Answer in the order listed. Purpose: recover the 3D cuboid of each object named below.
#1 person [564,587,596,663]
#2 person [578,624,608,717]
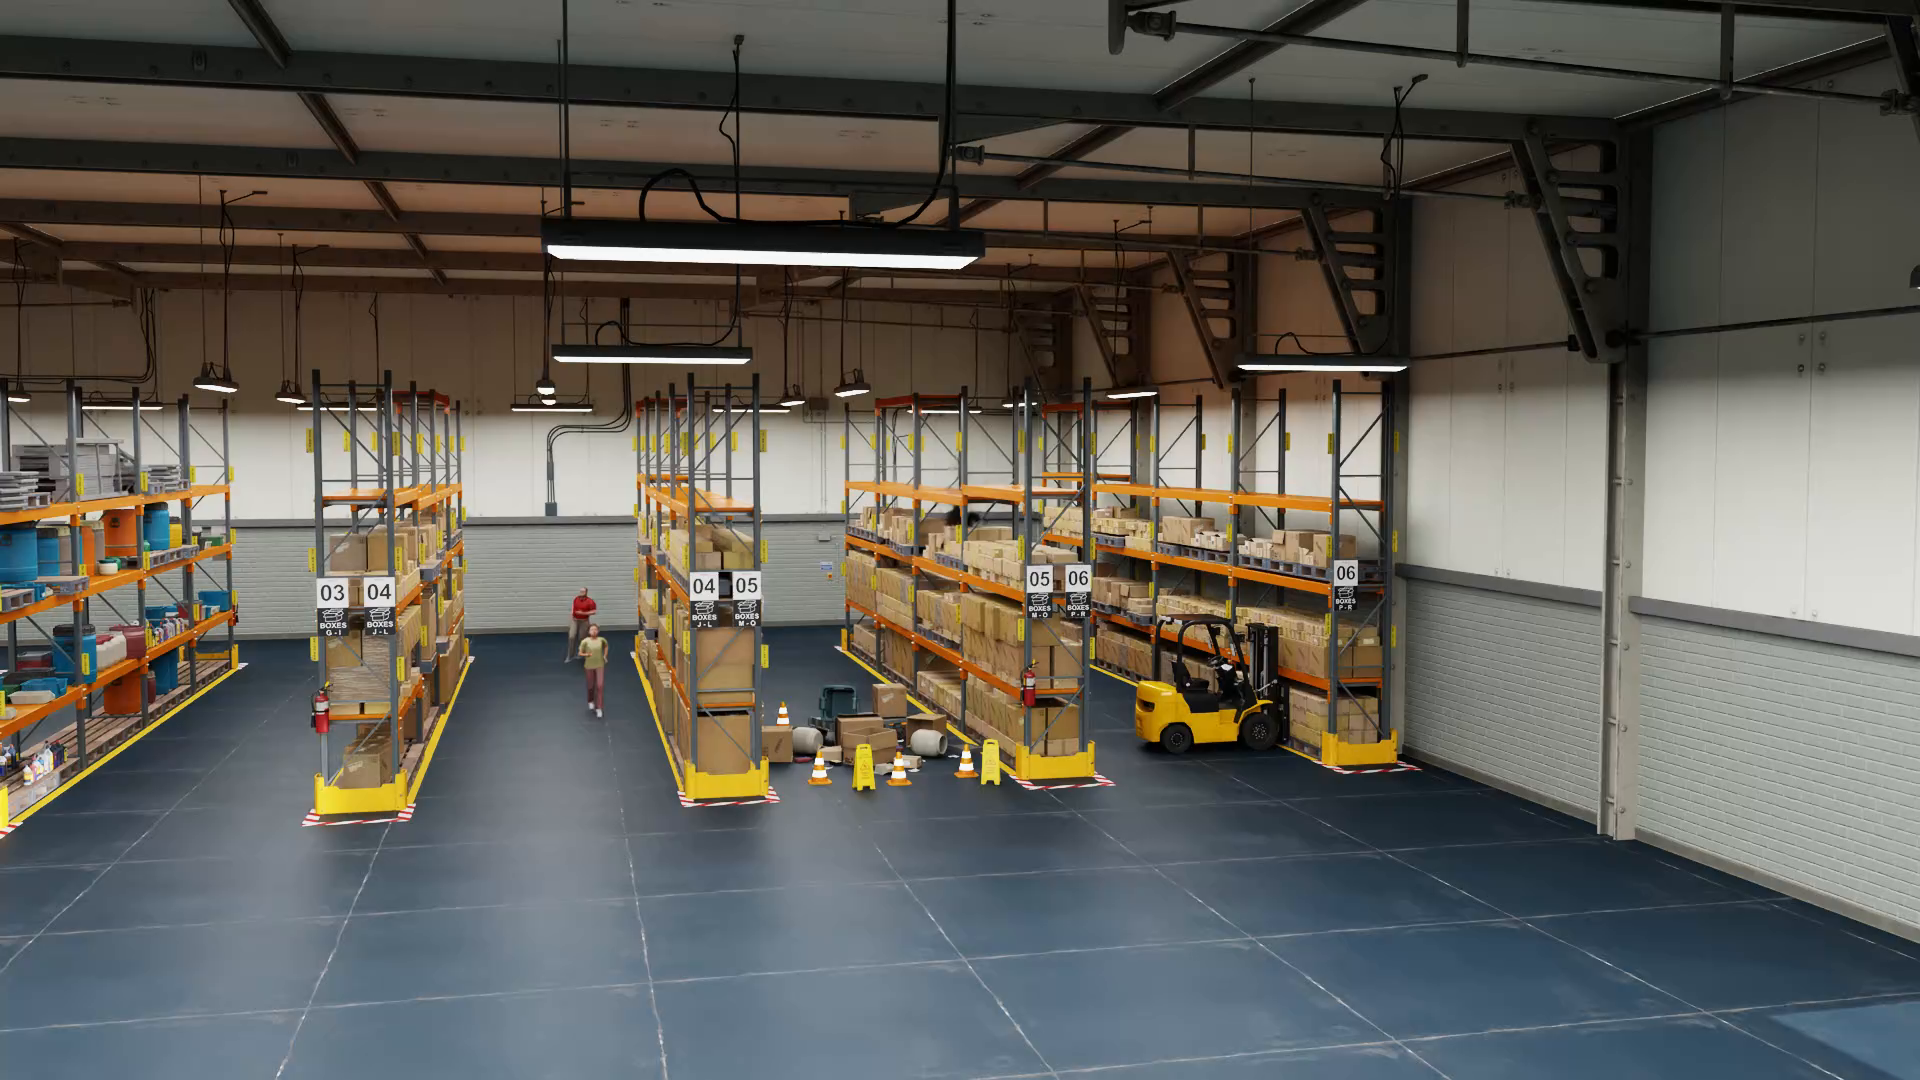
[{"bbox_3d":[-8.680,1.957,38.331,0.686,1.771,0.831,1,3,9],"label":"person"},{"bbox_3d":[-6.749,2.376,30.661,0.574,1.664,0.951,-1,3,-18],"label":"person"}]
